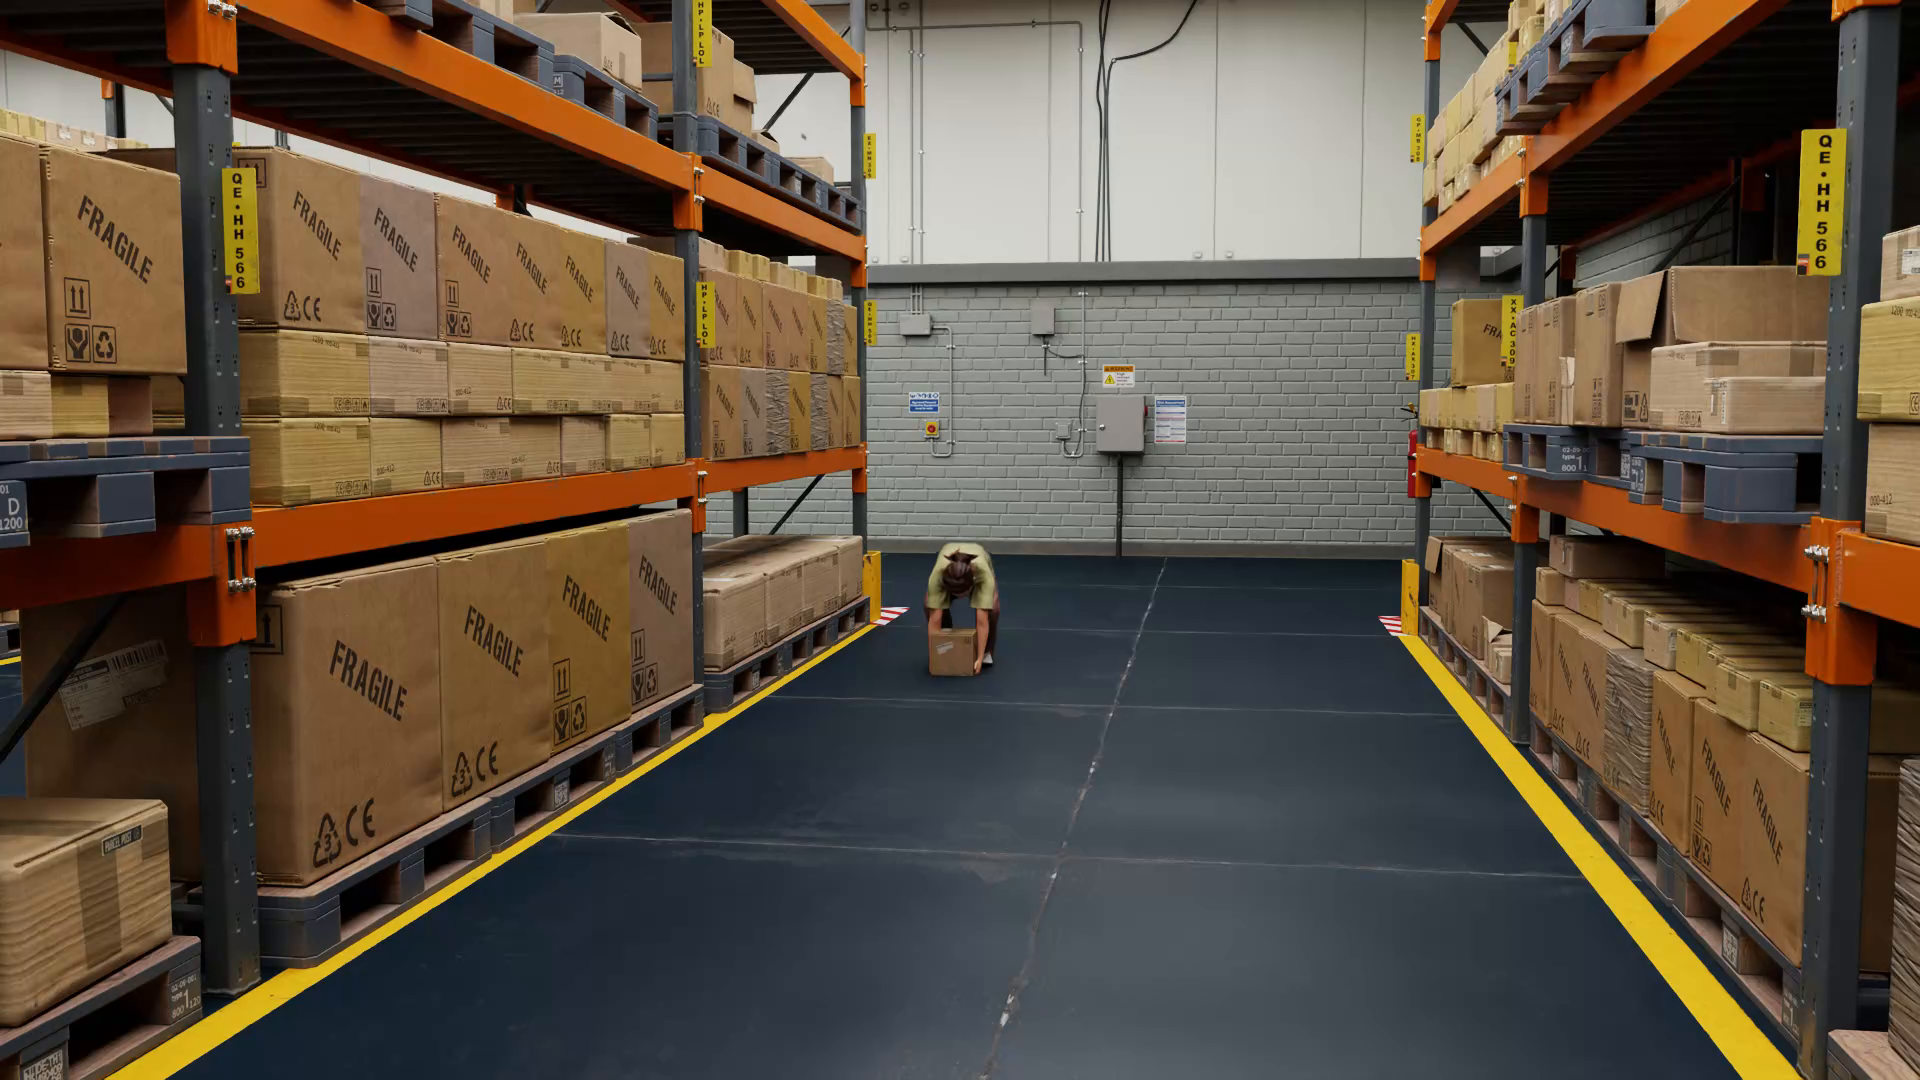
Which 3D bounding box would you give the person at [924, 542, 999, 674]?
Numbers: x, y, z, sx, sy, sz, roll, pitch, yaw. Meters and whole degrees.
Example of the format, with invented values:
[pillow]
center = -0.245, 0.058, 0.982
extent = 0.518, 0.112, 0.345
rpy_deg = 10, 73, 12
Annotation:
[person]
center = 0.016, 0.408, 10.130
extent = 0.460, 0.773, 0.866
rpy_deg = 1, 5, 7
